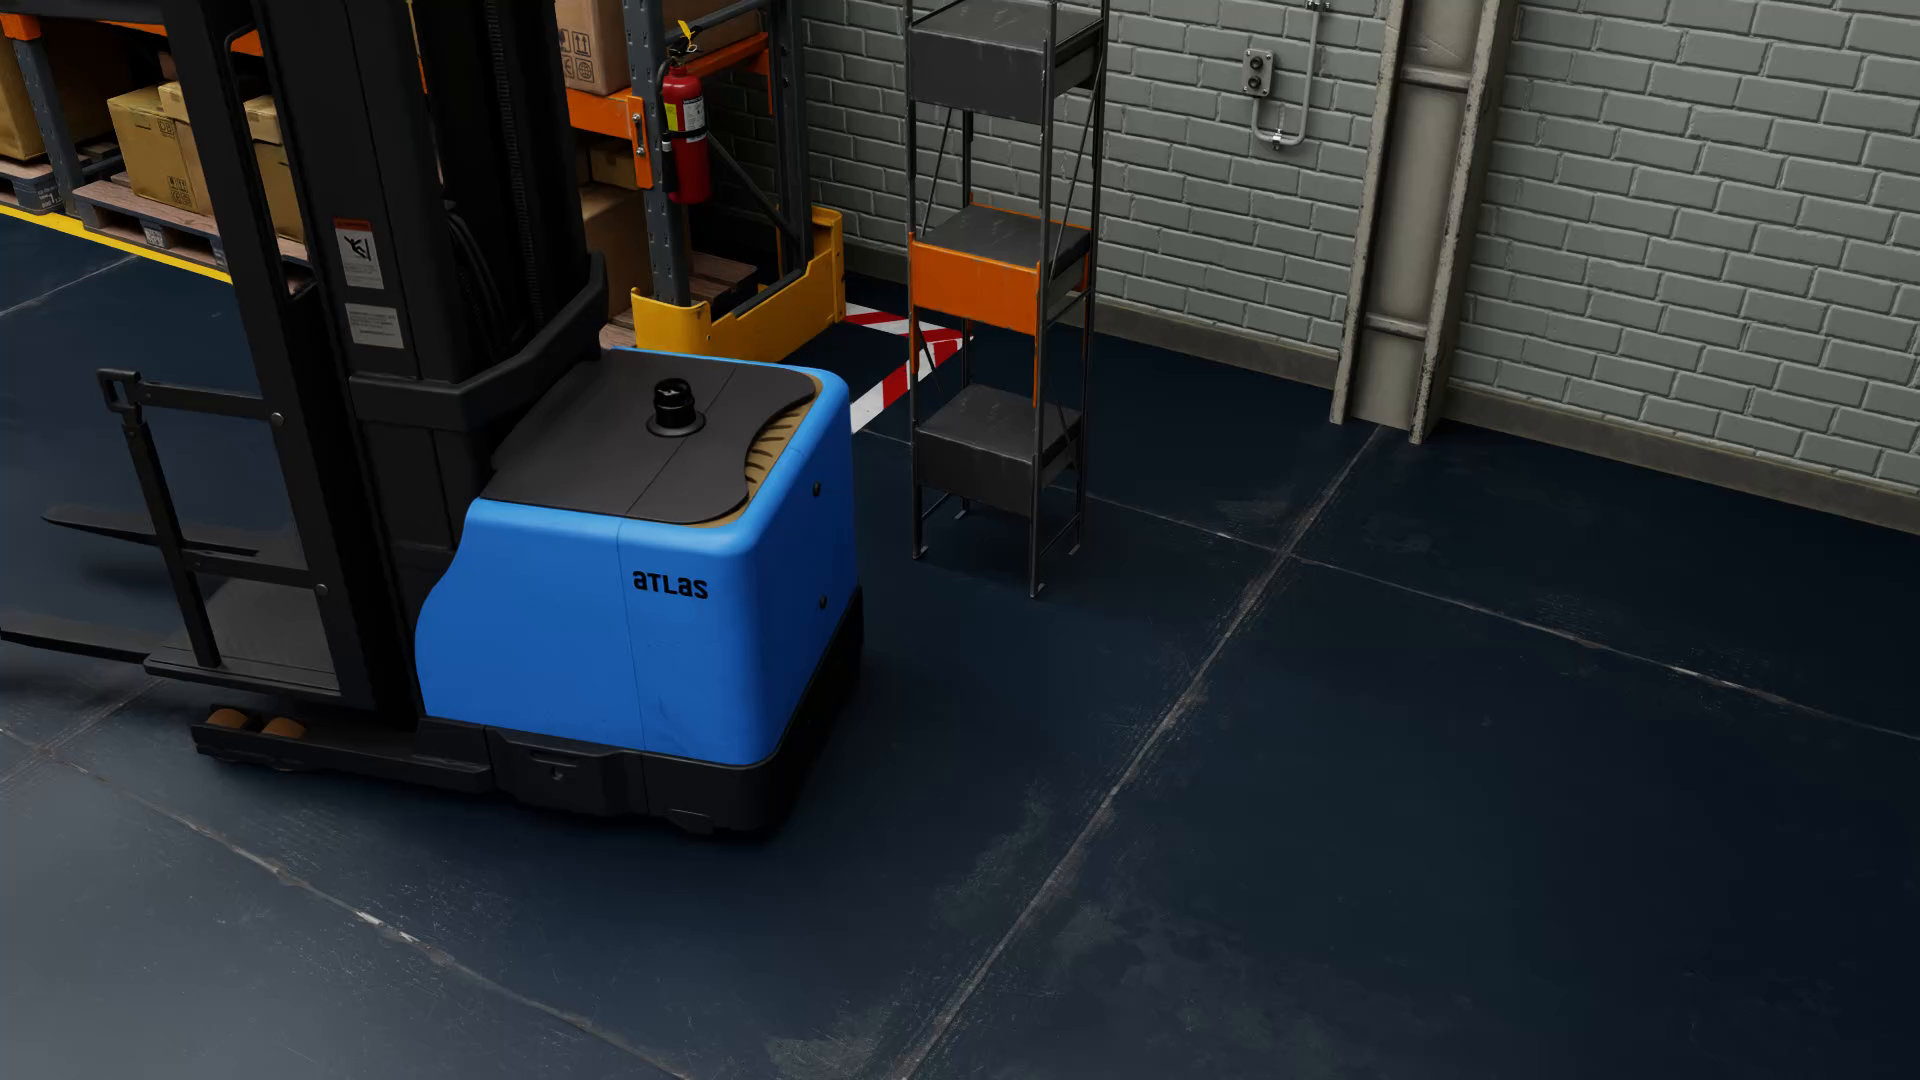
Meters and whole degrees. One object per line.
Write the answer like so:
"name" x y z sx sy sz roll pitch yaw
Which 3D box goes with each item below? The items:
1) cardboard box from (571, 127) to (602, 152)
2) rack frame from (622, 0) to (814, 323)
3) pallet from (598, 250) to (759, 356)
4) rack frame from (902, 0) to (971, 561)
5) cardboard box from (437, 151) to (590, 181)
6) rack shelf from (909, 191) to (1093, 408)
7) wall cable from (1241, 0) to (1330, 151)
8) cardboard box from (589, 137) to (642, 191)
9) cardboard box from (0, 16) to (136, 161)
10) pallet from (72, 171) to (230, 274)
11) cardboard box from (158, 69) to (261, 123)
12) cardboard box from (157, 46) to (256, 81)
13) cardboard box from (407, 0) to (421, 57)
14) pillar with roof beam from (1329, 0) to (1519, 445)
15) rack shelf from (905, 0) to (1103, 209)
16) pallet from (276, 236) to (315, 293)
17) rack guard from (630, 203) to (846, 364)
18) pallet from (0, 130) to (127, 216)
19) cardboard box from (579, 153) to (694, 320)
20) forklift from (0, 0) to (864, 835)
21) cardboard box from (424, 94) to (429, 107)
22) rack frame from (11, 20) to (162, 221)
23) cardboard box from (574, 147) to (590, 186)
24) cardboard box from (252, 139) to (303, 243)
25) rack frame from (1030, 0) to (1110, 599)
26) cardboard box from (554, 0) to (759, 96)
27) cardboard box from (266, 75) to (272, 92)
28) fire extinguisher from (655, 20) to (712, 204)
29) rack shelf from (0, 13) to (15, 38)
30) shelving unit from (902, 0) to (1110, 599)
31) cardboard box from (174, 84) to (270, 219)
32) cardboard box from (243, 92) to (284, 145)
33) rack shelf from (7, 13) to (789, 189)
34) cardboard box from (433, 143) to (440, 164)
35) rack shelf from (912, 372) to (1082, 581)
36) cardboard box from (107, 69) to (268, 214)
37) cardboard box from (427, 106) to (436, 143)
"cardboard box" -1.862 -1.843 7.602 0.250 0.149 0.380 18 38 25
"rack frame" -0.972 -2.093 6.687 0.127 3.000 1.000 18 37 24
"pallet" -1.705 -1.115 7.734 1.213 0.211 1.003 18 37 24
"rack frame" -0.068 -0.896 5.700 0.015 2.100 0.400 18 37 24
"cardboard box" -2.064 -1.510 7.687 0.500 0.500 0.700 17 37 24
"rack shelf" 0.144 -0.817 5.607 0.480 0.518 0.431 18 37 24
"wall cable" 0.609 -2.619 6.561 1.851 1.984 0.084 18 37 24
"cardboard box" -1.422 -1.704 7.394 0.250 0.149 0.380 18 38 25
"cardboard box" -5.074 -2.590 8.993 0.750 0.750 0.750 18 38 25
"pallet" -3.824 -1.786 8.742 1.213 0.211 1.003 18 37 24
"cardboard box" -3.640 -2.161 8.080 0.250 0.149 0.380 19 38 26
"cardboard box" -3.874 -2.478 8.556 0.250 0.149 0.380 17 37 24
"cardboard box" -2.057 -2.548 7.100 0.700 0.700 0.980 17 37 24
"pillar with roof beam" -0.335 -2.192 1.424 0.400 9.000 9.100 18 37 24
"rack shelf" 0.144 -1.400 5.219 0.480 0.518 0.431 18 37 24
"pallet" -2.760 -1.451 8.239 1.213 0.211 1.003 18 37 24
"rack guard" -0.951 -1.046 7.370 0.348 0.500 1.175 18 37 24
"pallet" -5.153 -2.209 9.376 1.213 0.211 1.003 18 37 24
"cardboard box" -1.630 -1.372 7.481 0.500 0.500 0.700 18 37 24
"forklift" -1.898 -0.777 4.772 3.031 2.935 1.130 8 34 11
"cardboard box" -2.524 -2.052 7.916 0.250 0.149 0.380 18 38 25
"rack frame" -4.445 -3.193 8.339 0.127 3.000 1.000 18 37 24
"cardboard box" -1.832 -1.590 7.222 0.250 0.149 0.380 17 37 24
"cardboard box" -2.968 -1.791 8.109 0.500 0.500 0.700 18 38 25
"rack frame" 0.356 -0.761 5.499 0.015 2.100 0.400 18 37 24
"cardboard box" -1.420 -2.354 6.808 0.700 0.700 0.980 19 38 26
"cardboard box" -3.187 -2.262 8.232 0.250 0.149 0.380 16 37 23
"fire extinguisher" -1.070 -1.642 6.416 0.183 0.674 0.296 18 37 24
"rack shelf" -6.182 -3.444 9.365 4.000 0.370 1.077 18 37 24
"shelving unit" 0.144 -0.828 5.600 0.503 2.100 0.431 18 37 24
"cardboard box" -3.412 -1.933 8.323 0.500 0.500 0.700 17 37 24
"cardboard box" -3.187 -2.017 7.864 0.250 0.149 0.380 16 37 23
"rack shelf" -2.709 -2.344 7.713 4.000 0.370 1.077 18 37 24
"cardboard box" -2.501 -1.648 7.894 0.500 0.500 0.700 16 37 23
"rack shelf" 0.144 -0.234 5.995 0.480 0.518 0.431 18 37 24
"cardboard box" -3.847 -2.073 8.533 0.500 0.500 0.700 18 38 25
"cardboard box" -2.300 -1.982 7.811 0.250 0.149 0.380 18 38 25
